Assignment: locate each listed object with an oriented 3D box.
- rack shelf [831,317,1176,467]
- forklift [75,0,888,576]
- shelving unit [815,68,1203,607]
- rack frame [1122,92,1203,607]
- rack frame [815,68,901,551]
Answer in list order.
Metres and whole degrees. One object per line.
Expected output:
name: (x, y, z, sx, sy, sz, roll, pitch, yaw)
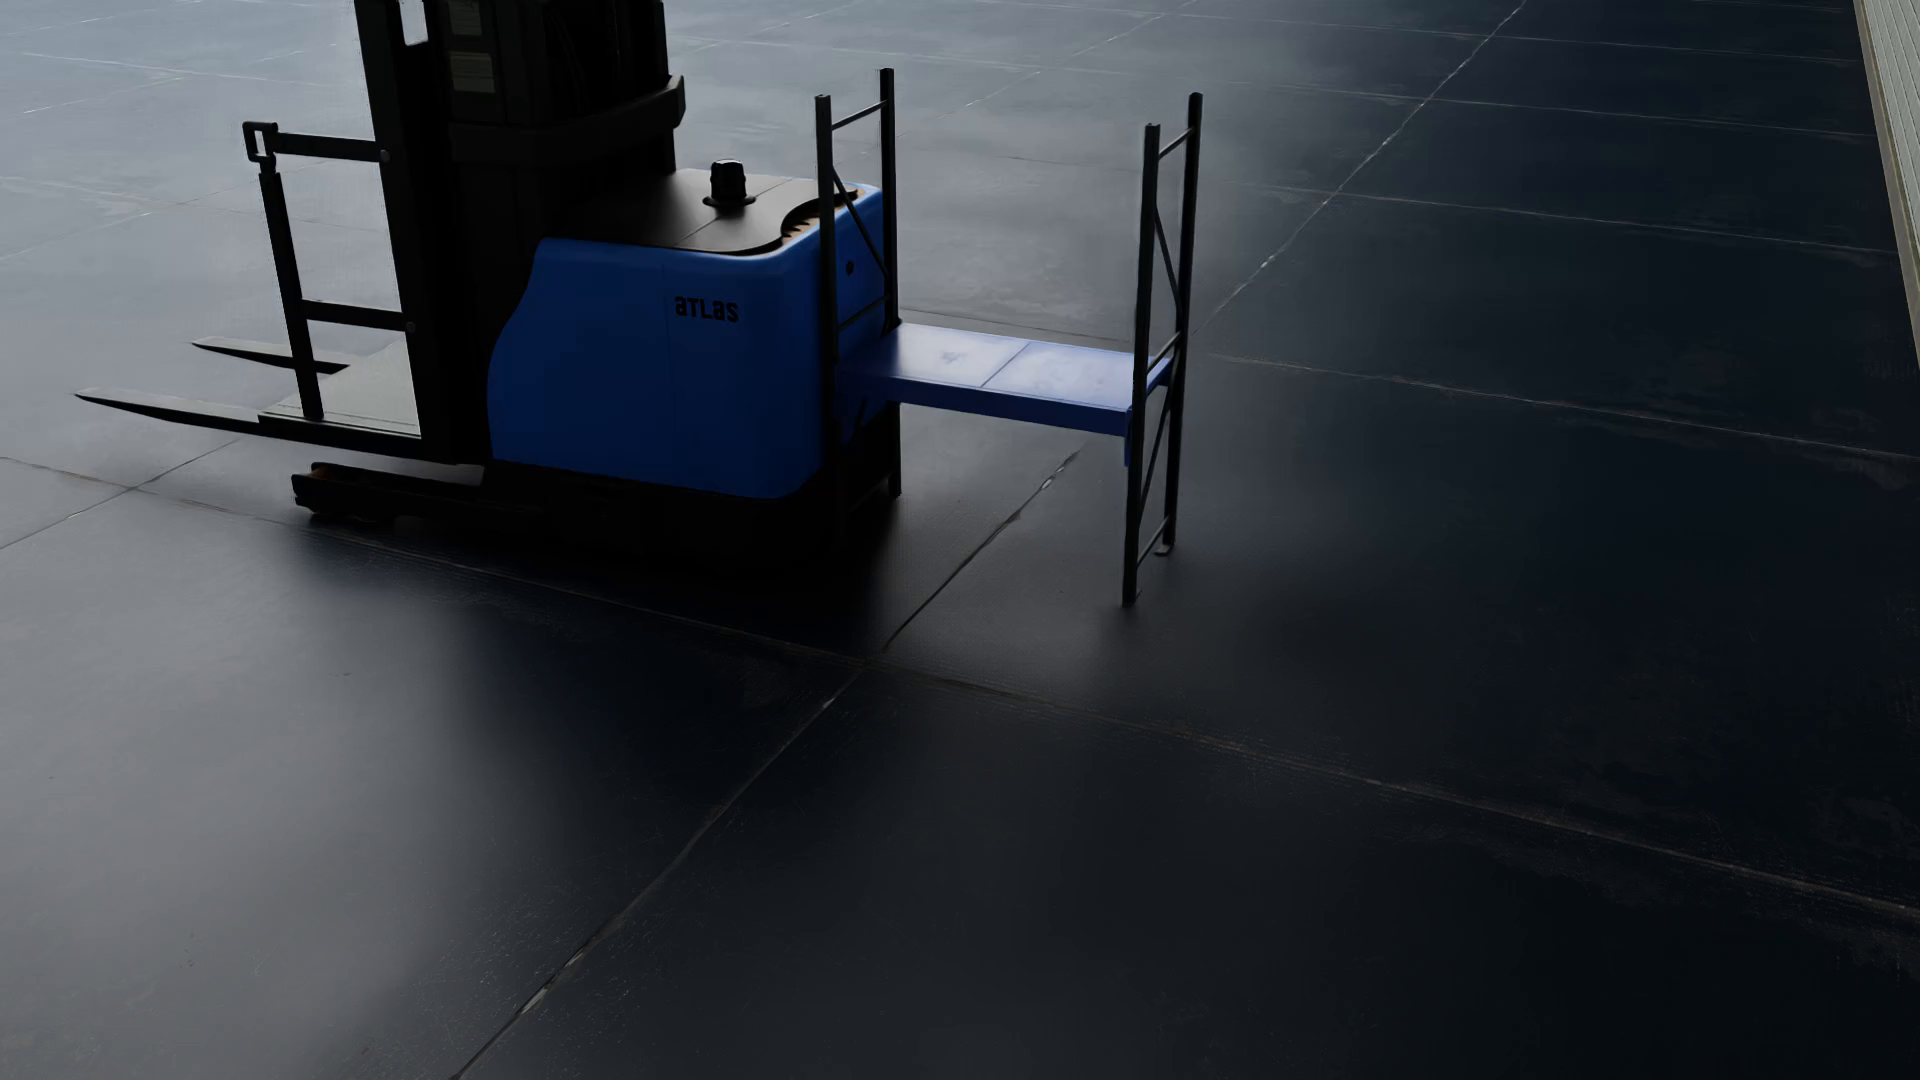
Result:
rack shelf: (0.149, -0.491, 5.359, 1.000, 0.185, 0.538, 10, 28, 20)
forklift: (-1.798, -1.582, 5.547, 3.031, 2.935, 1.130, 9, 28, 17)
shelving unit: (0.149, -0.653, 5.280, 1.048, 1.500, 0.538, 10, 28, 20)
rack frame: (0.619, -0.567, 5.105, 0.032, 1.500, 0.500, 10, 28, 20)
rack frame: (-0.321, -0.739, 5.454, 0.032, 1.500, 0.500, 10, 28, 20)
